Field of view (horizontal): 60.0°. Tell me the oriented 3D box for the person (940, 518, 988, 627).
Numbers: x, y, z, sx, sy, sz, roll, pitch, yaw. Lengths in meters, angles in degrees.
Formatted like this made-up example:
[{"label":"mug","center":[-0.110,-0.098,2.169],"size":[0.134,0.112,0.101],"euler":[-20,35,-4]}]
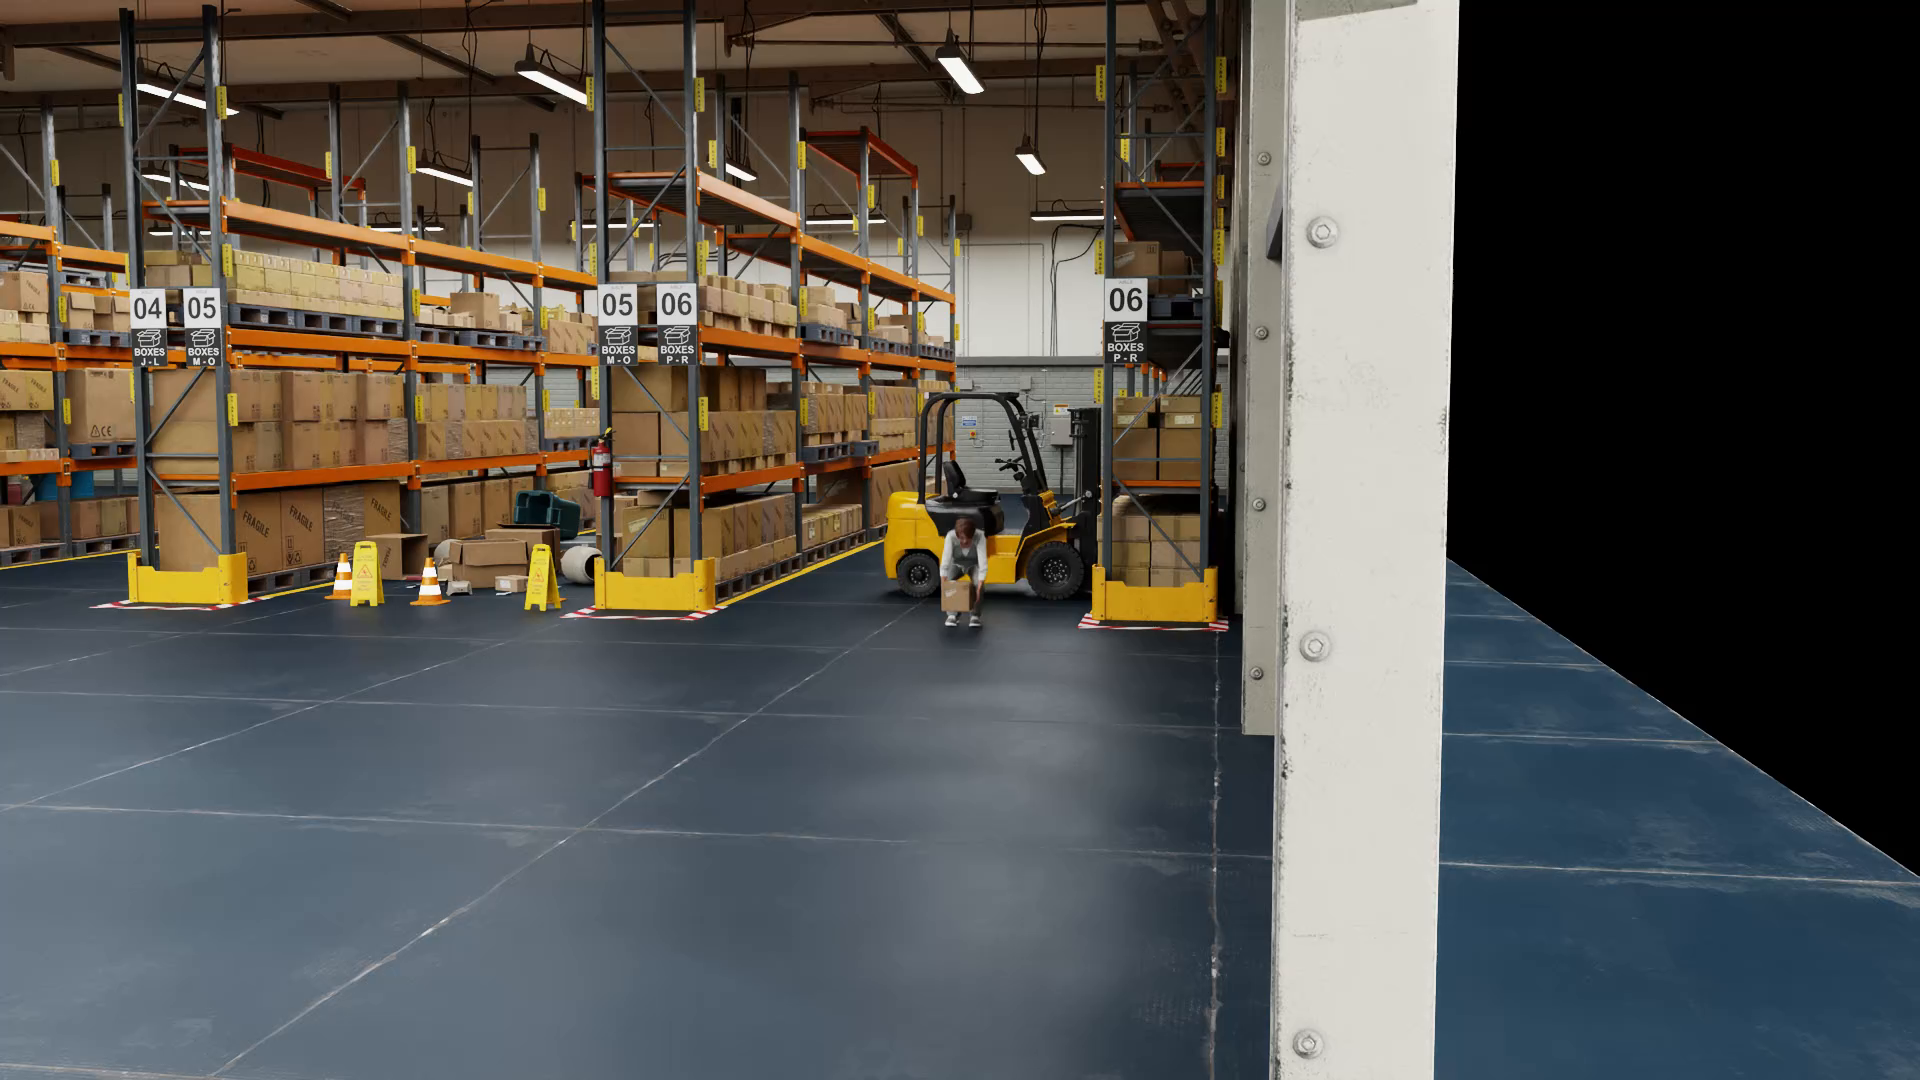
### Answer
[{"label":"person","center":[0.057,0.309,15.199],"size":[0.456,0.972,0.761],"euler":[1,5,9]}]
